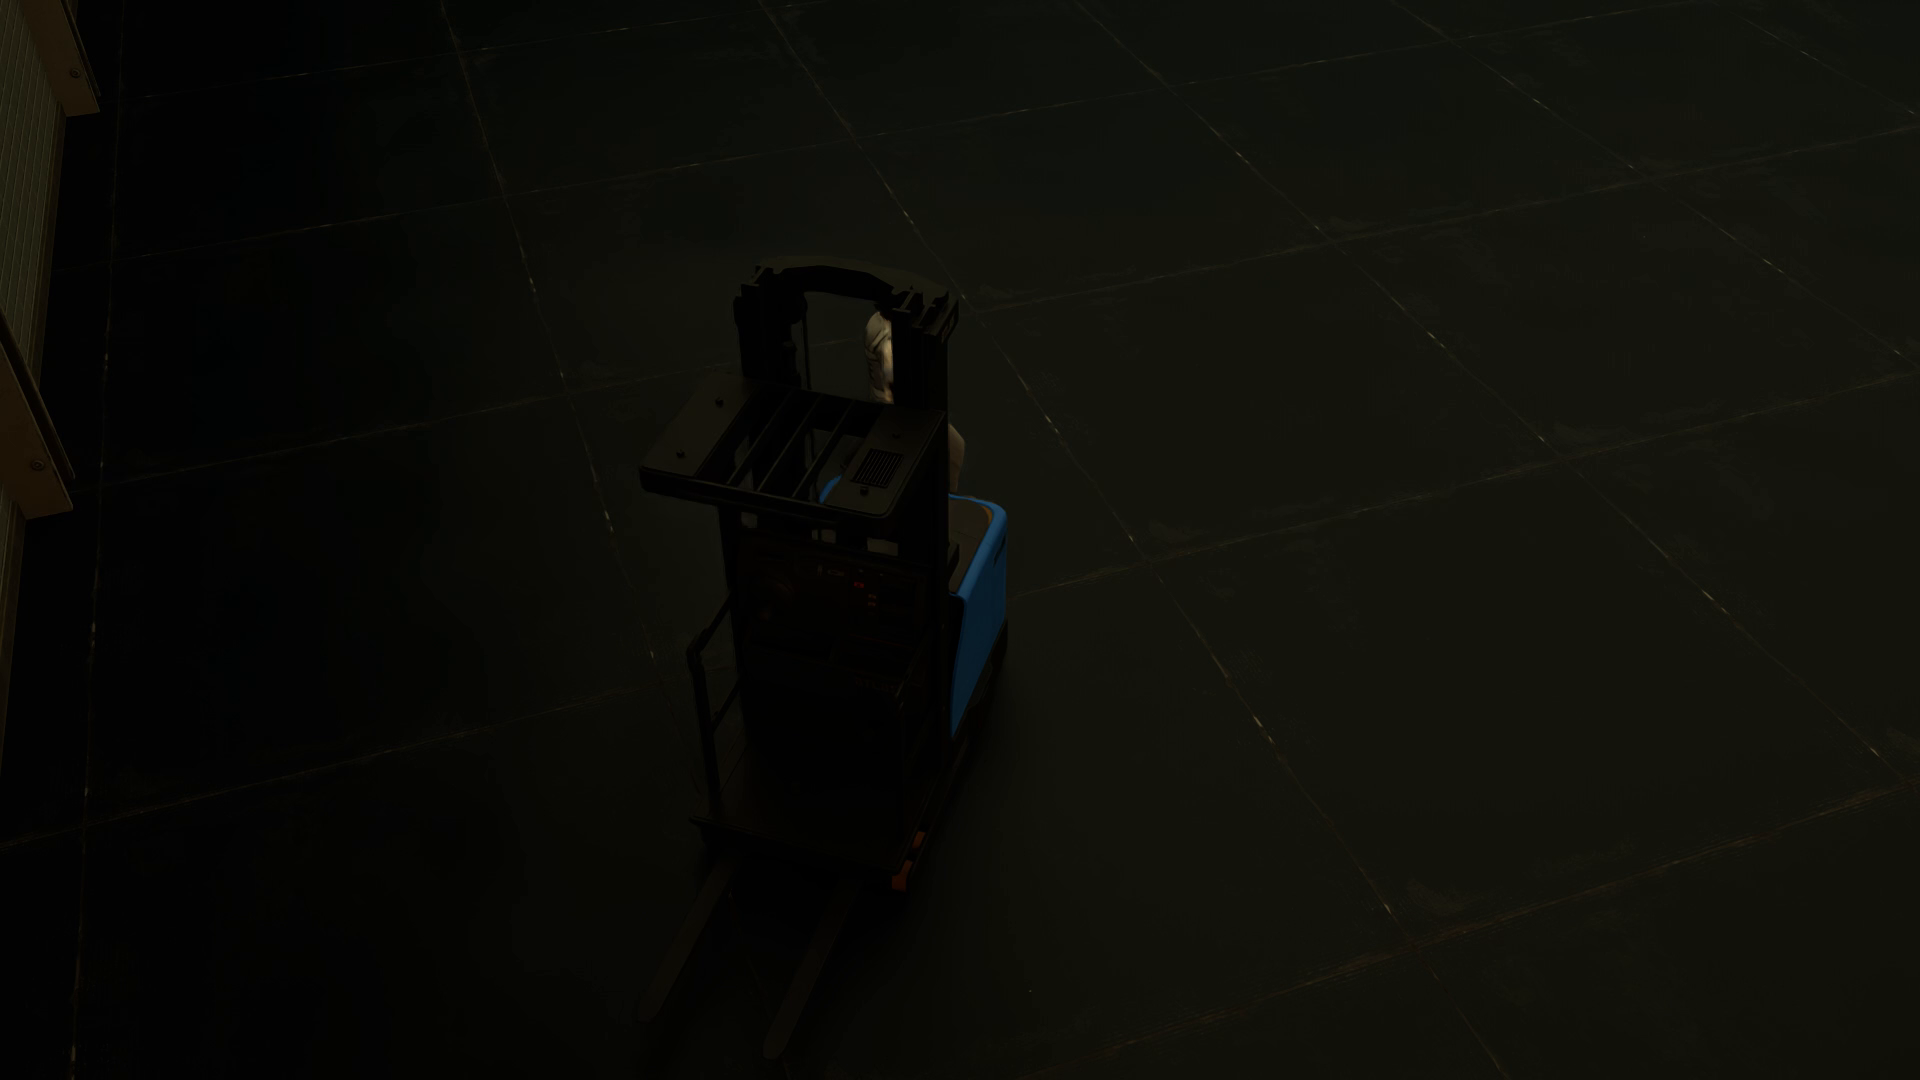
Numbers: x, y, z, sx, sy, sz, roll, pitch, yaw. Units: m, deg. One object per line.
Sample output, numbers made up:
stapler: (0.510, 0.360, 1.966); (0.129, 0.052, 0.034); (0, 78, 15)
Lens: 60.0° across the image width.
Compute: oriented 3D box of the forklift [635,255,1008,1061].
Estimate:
forklift: (-0.666, 0.321, 7.613); (1.130, 2.935, 3.031); (12, 41, 13)

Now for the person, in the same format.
person: (-0.349, -0.926, 10.246); (0.783, 1.534, 0.906); (-7, 40, -8)
